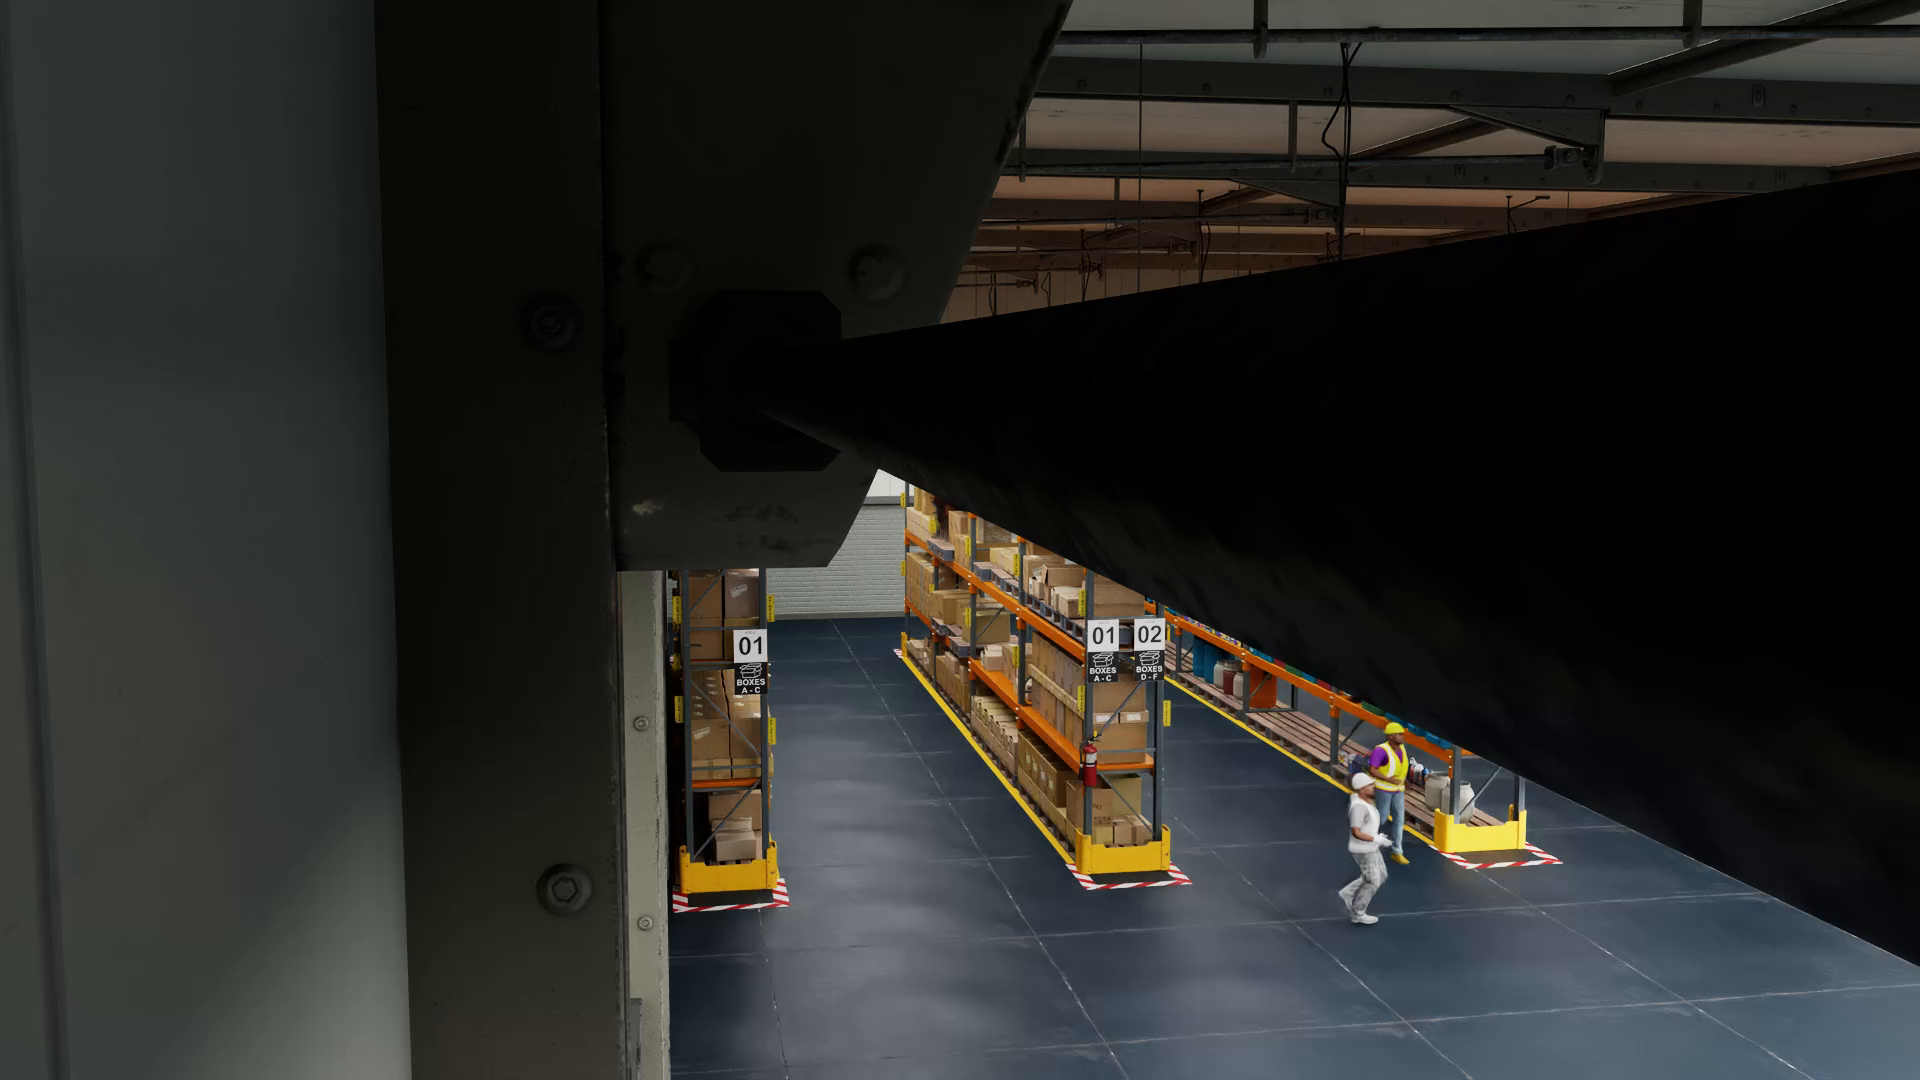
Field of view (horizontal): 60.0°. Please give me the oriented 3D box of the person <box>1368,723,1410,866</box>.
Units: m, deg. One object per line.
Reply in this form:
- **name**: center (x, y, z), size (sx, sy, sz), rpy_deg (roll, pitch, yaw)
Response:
- **person**: center (5.539, 3.235, 21.474), size (0.755, 1.784, 0.848), rpy_deg (-4, 7, -34)

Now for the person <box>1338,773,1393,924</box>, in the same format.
- **person**: center (4.621, 3.504, 18.921), size (0.610, 1.734, 0.676), rpy_deg (2, 6, 17)
